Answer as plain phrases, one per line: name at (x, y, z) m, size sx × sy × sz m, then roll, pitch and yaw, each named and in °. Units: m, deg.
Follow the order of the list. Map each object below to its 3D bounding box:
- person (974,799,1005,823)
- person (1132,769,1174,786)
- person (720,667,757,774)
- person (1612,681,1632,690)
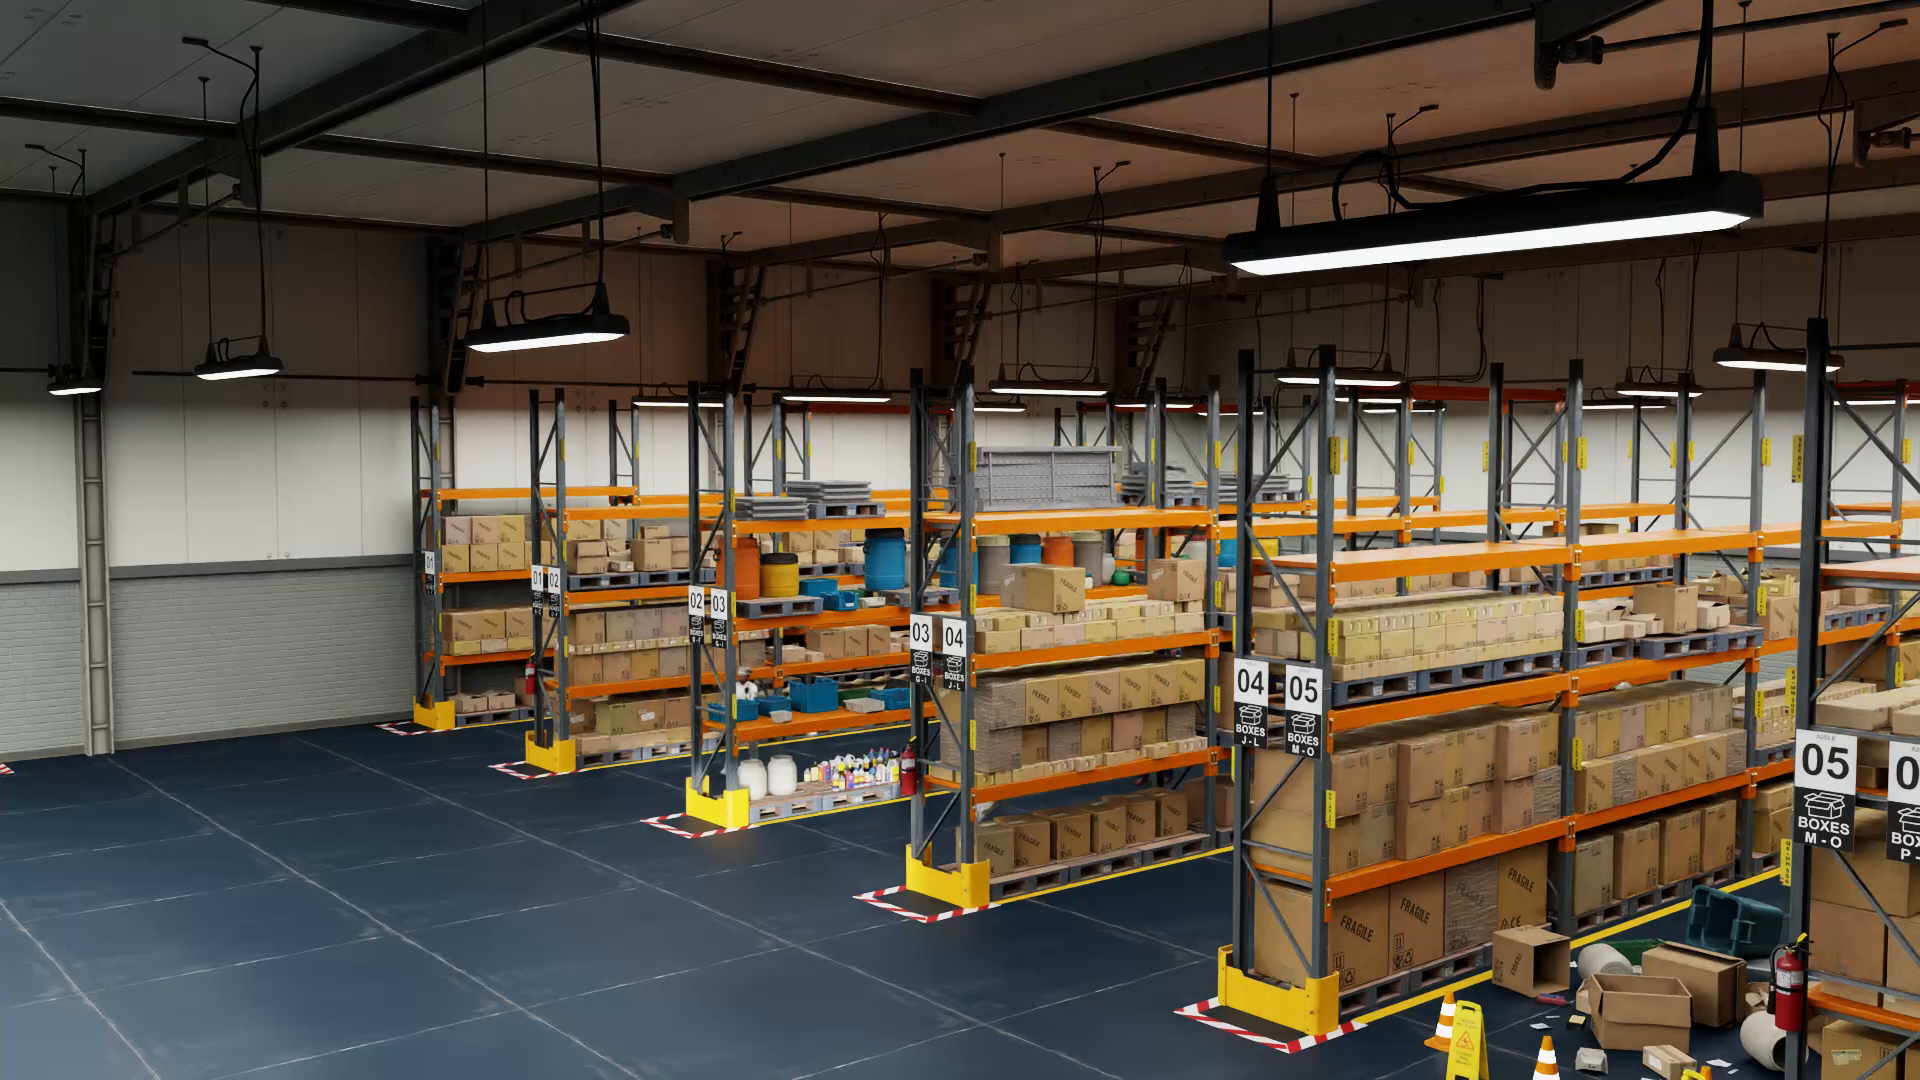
person at (0.311, 2.985, 21.788) m, size 0.490 × 1.775 × 0.597 m, roll -2°, pitch 4°, yaw -29°
person at (2.931, 2.876, 25.098) m, size 0.652 × 1.651 × 0.534 m, roll -3°, pitch 4°, yaw -38°
person at (-3.412, 2.795, 25.969) m, size 0.494 × 1.642 × 0.842 m, roll 1°, pitch 3°, yaw 10°
person at (10.159, 2.904, 25.029) m, size 0.732 × 1.572 × 0.665 m, roll -2°, pitch 4°, yaw -31°
